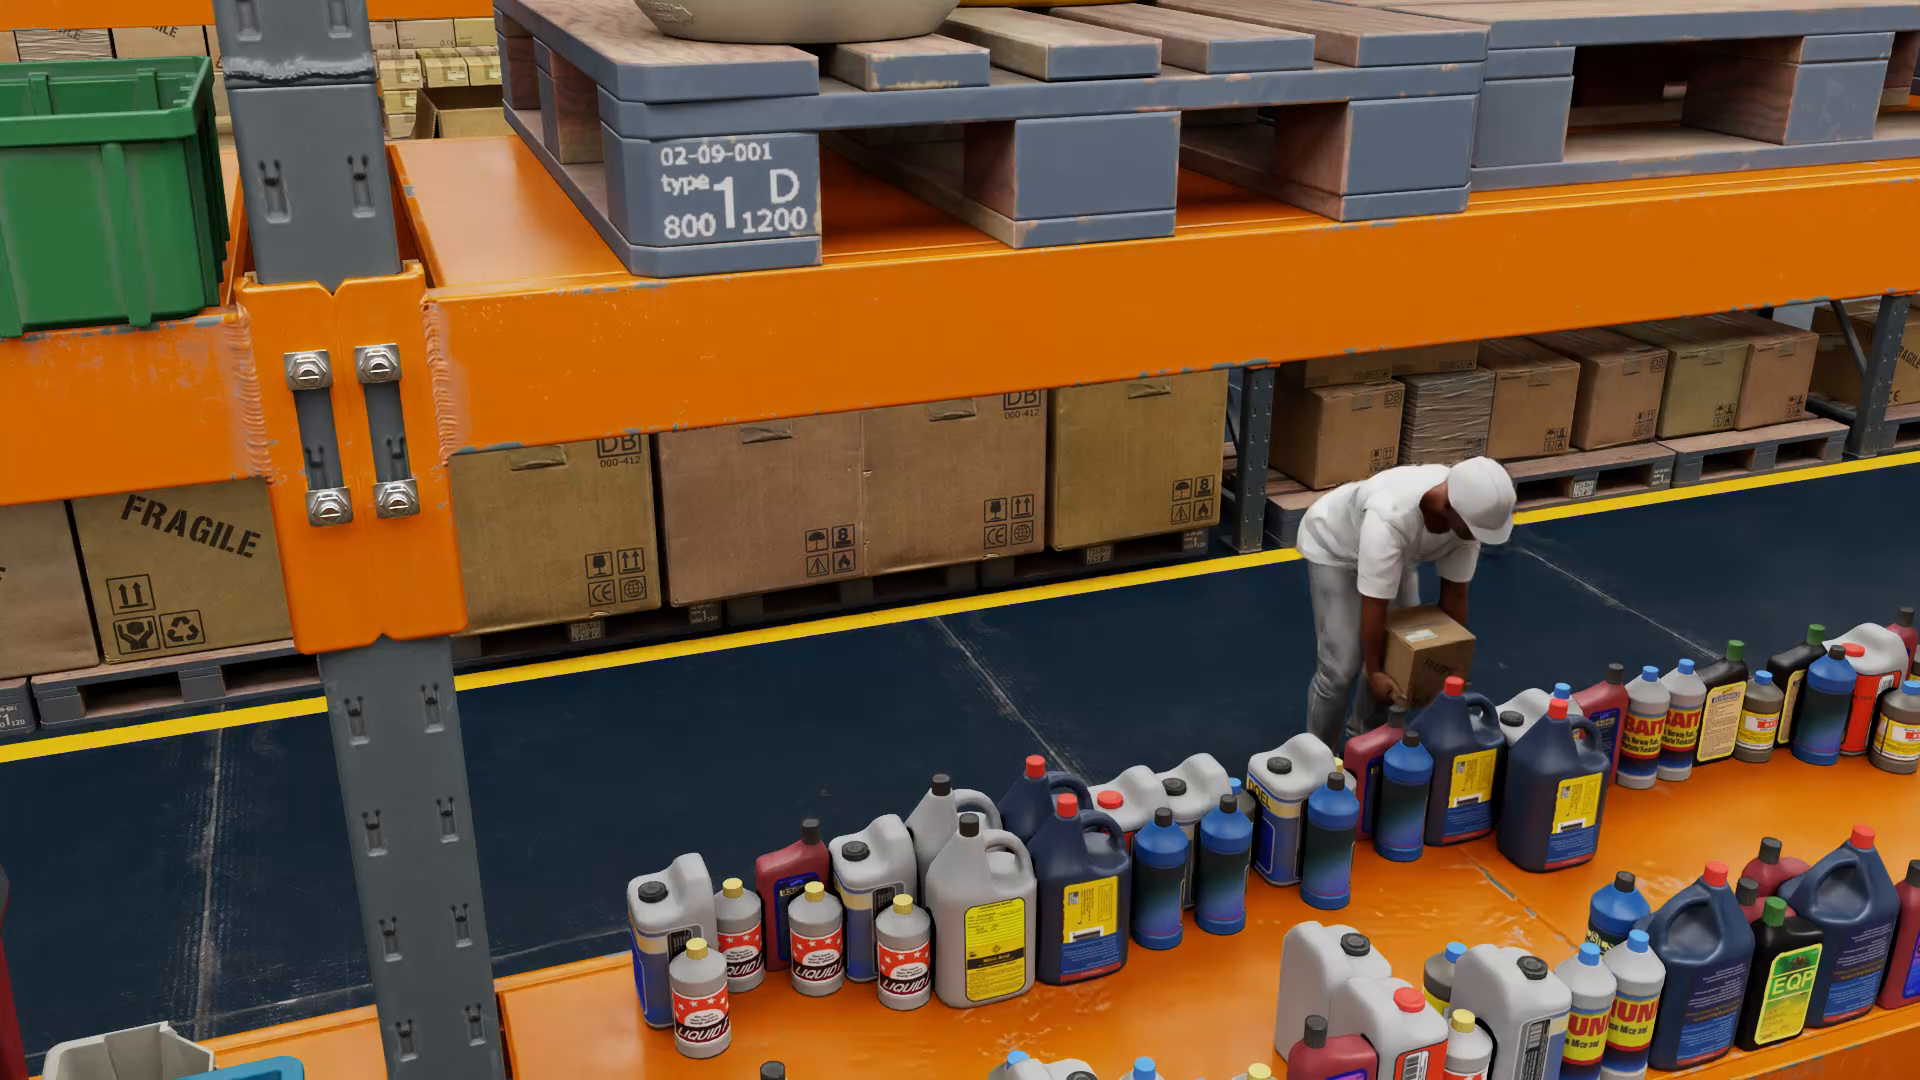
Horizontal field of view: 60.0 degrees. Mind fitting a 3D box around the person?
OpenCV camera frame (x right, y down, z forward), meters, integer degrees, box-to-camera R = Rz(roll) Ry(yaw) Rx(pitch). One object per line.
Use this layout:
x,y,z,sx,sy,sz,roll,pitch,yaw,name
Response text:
1.531,0.209,5.833,0.478,1.552,0.800,-9,24,-20,person
